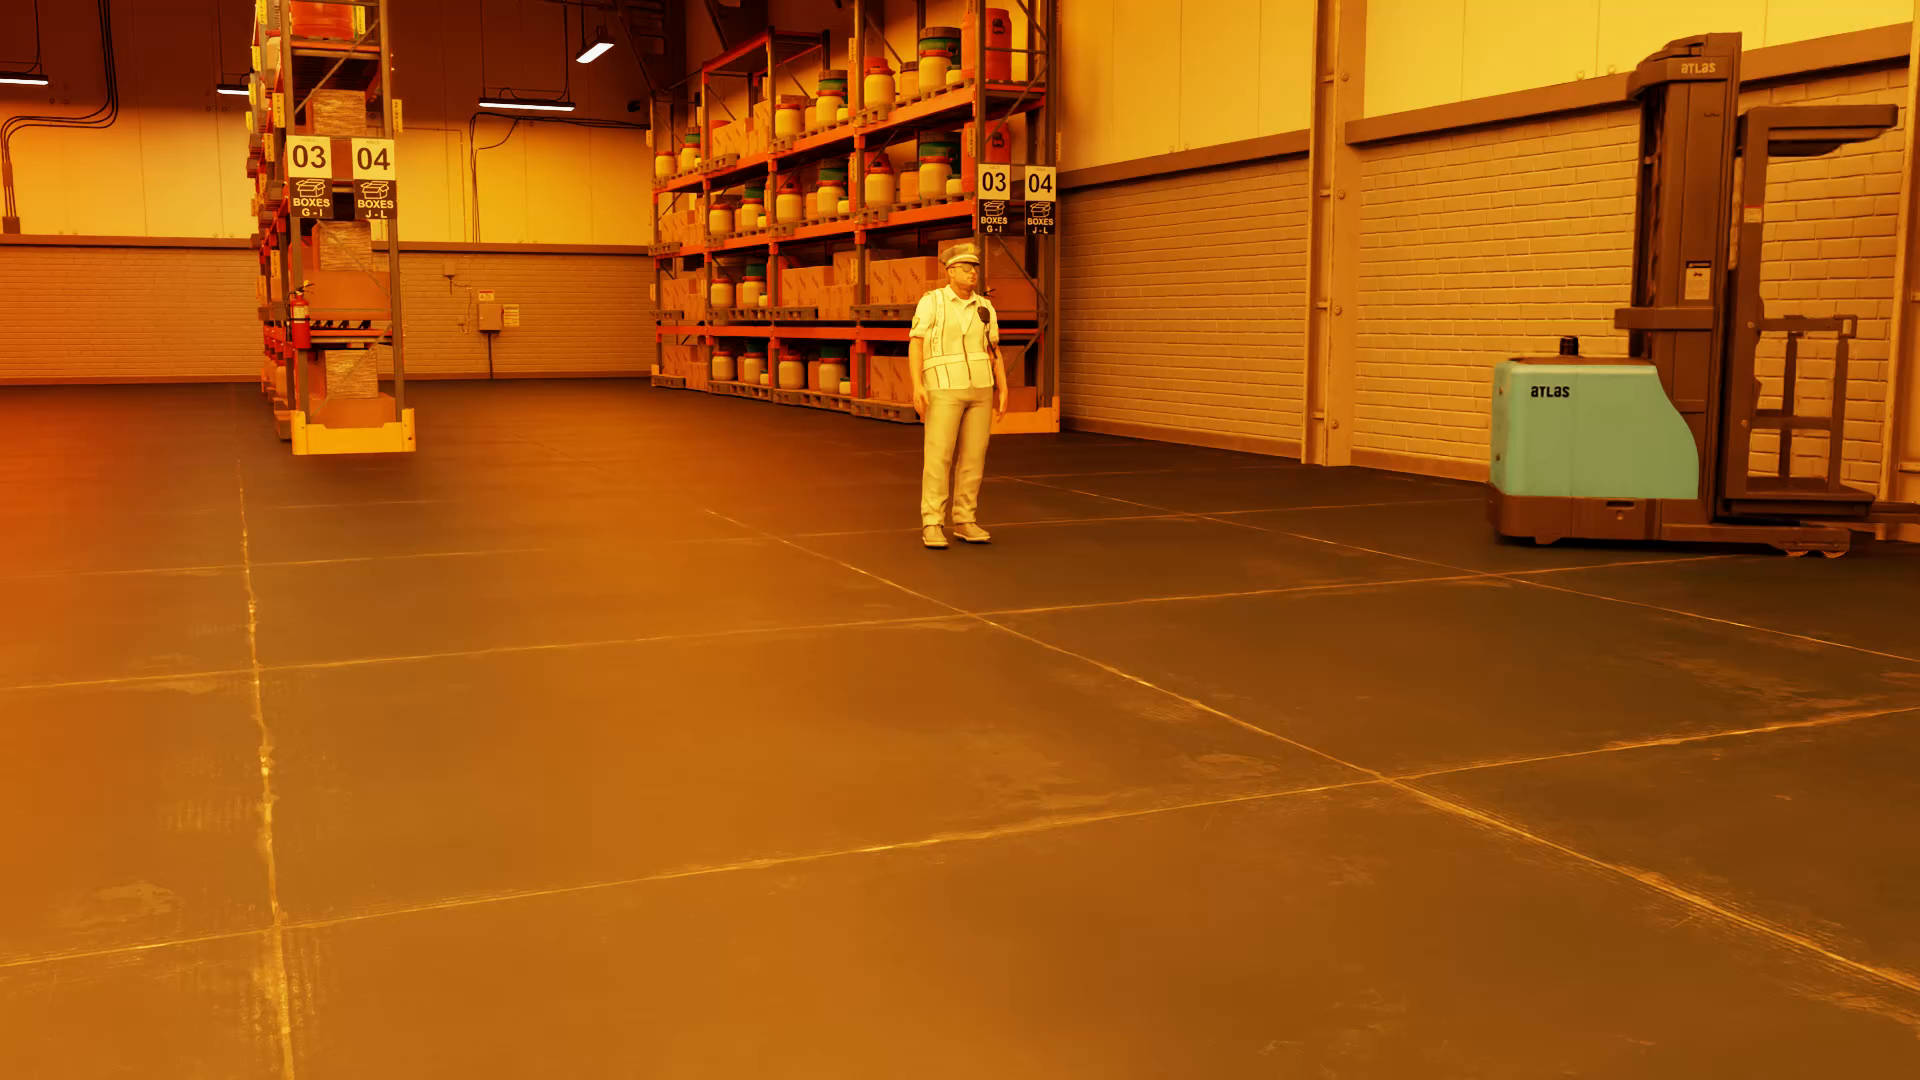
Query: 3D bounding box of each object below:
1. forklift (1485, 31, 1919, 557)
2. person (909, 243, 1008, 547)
[{"bbox_3d":[4.776,-1.431,9.796,3.031,2.935,1.130,2,8,11],"label":"forklift"},{"bbox_3d":[0.020,-0.880,9.961,0.640,1.781,0.575,-3,8,-23],"label":"person"}]
